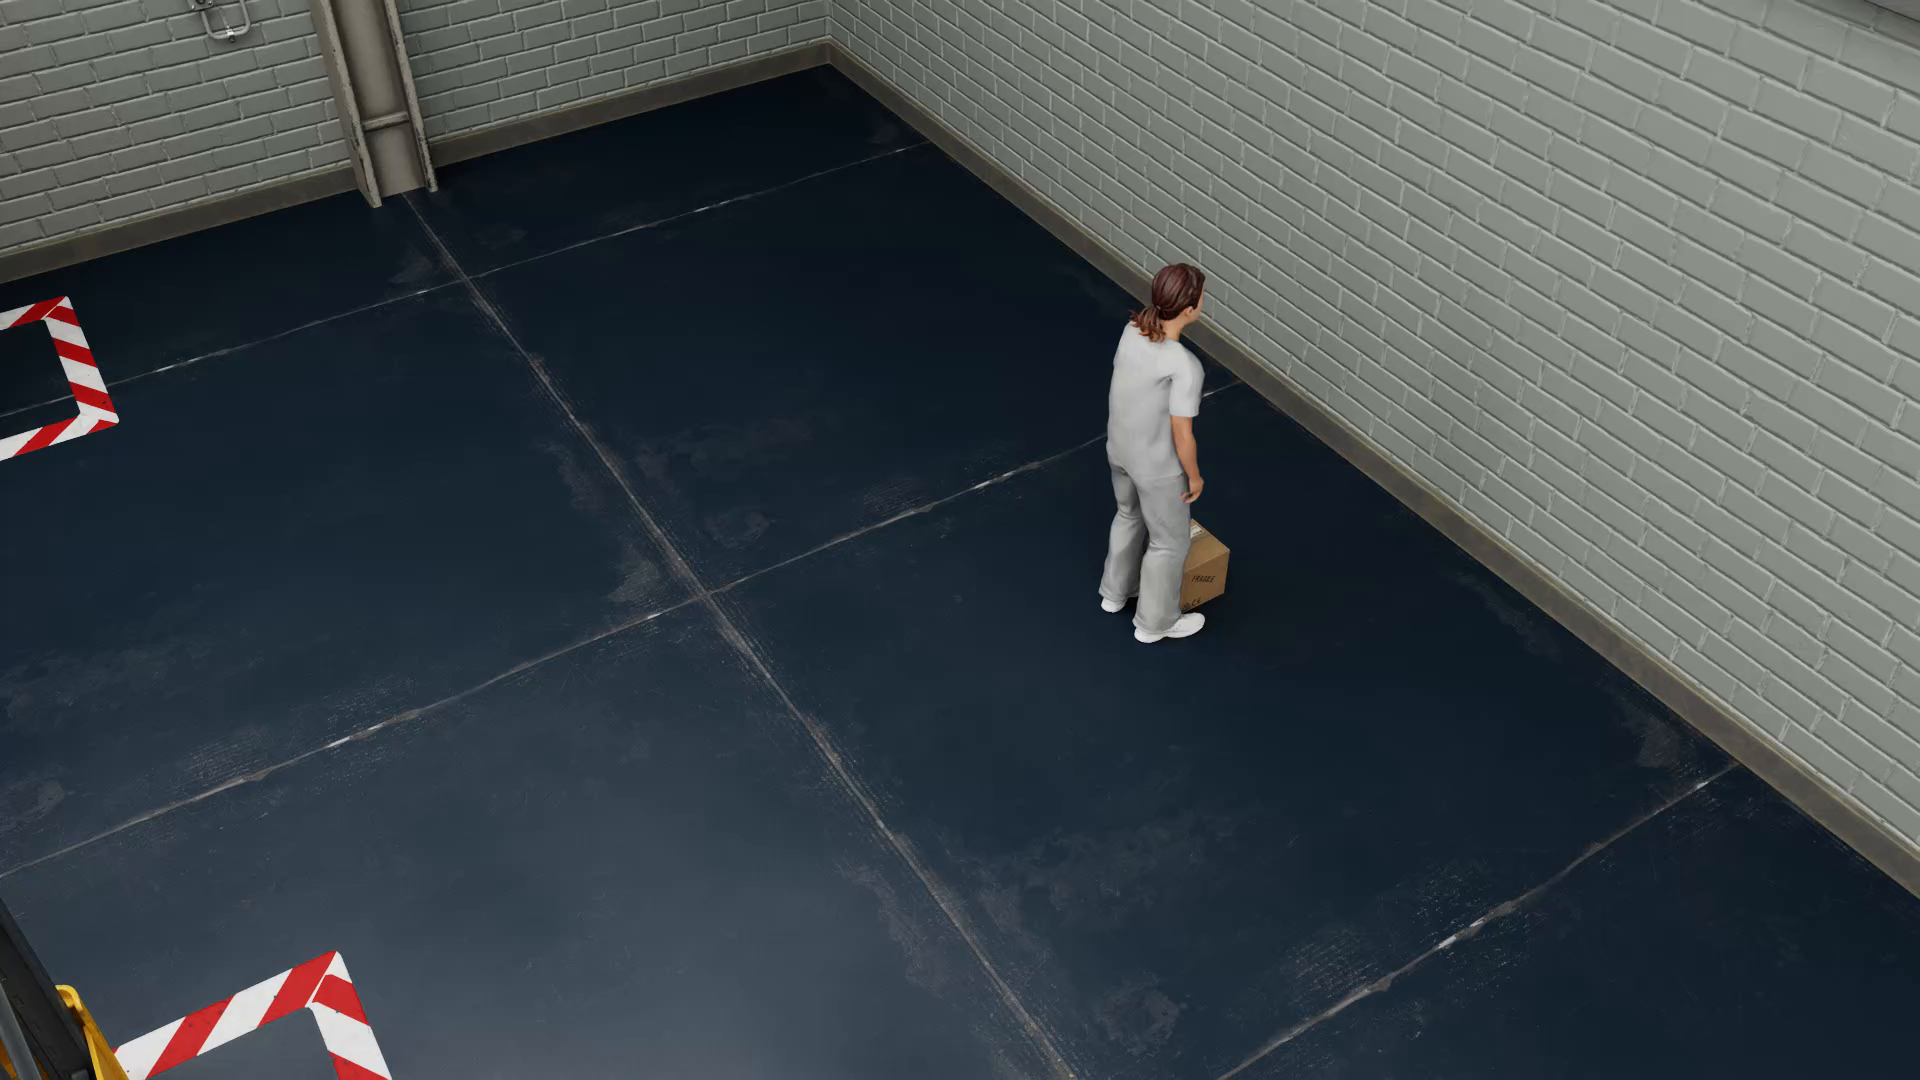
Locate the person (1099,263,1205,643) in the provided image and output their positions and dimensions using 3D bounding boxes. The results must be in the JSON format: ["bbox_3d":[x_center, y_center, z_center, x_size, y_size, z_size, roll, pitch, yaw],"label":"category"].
[{"bbox_3d":[0.766,-0.333,6.542,0.356,1.673,0.487,-22,46,-24],"label":"person"}]
